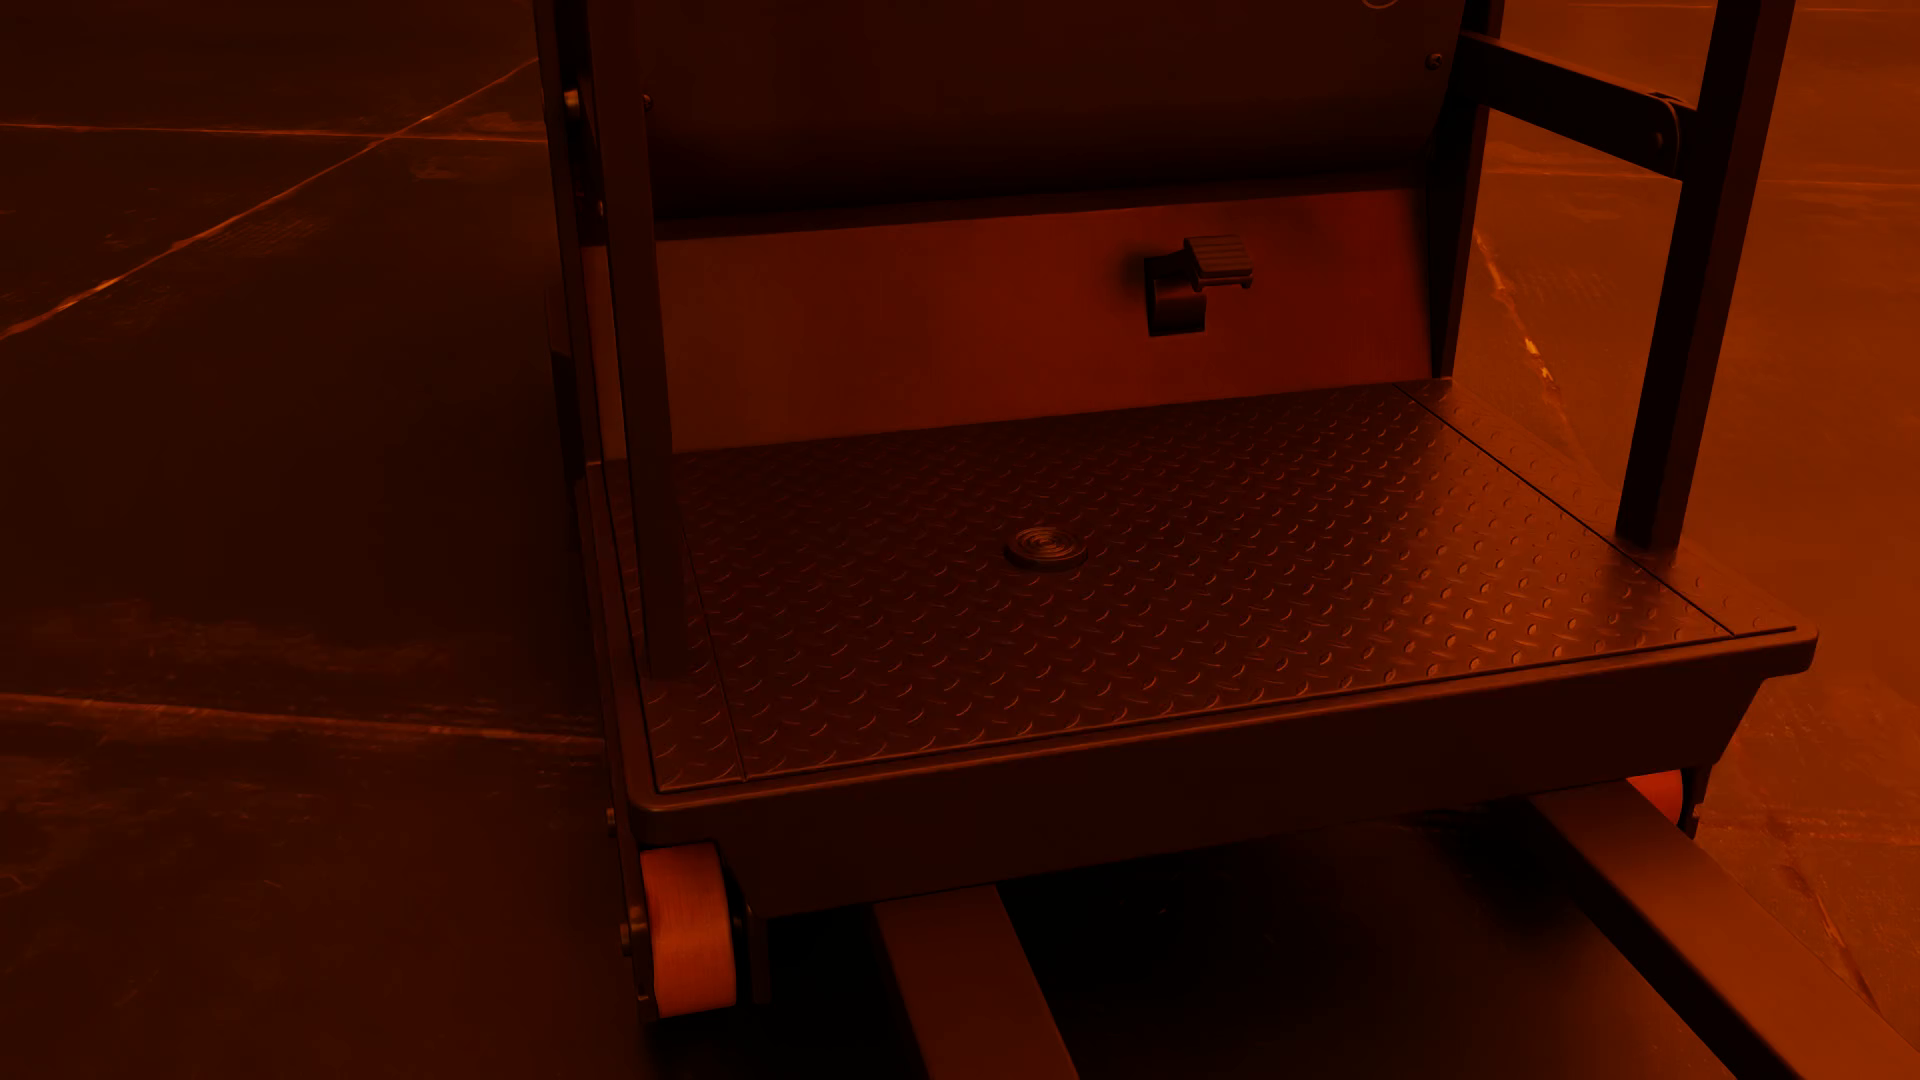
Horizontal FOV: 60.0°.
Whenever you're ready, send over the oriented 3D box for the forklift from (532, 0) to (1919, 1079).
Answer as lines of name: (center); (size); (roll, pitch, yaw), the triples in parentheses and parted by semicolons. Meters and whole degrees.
forklift: (0.153, -1.049, 1.319); (1.130, 2.935, 3.031); (-7, 27, -13)
